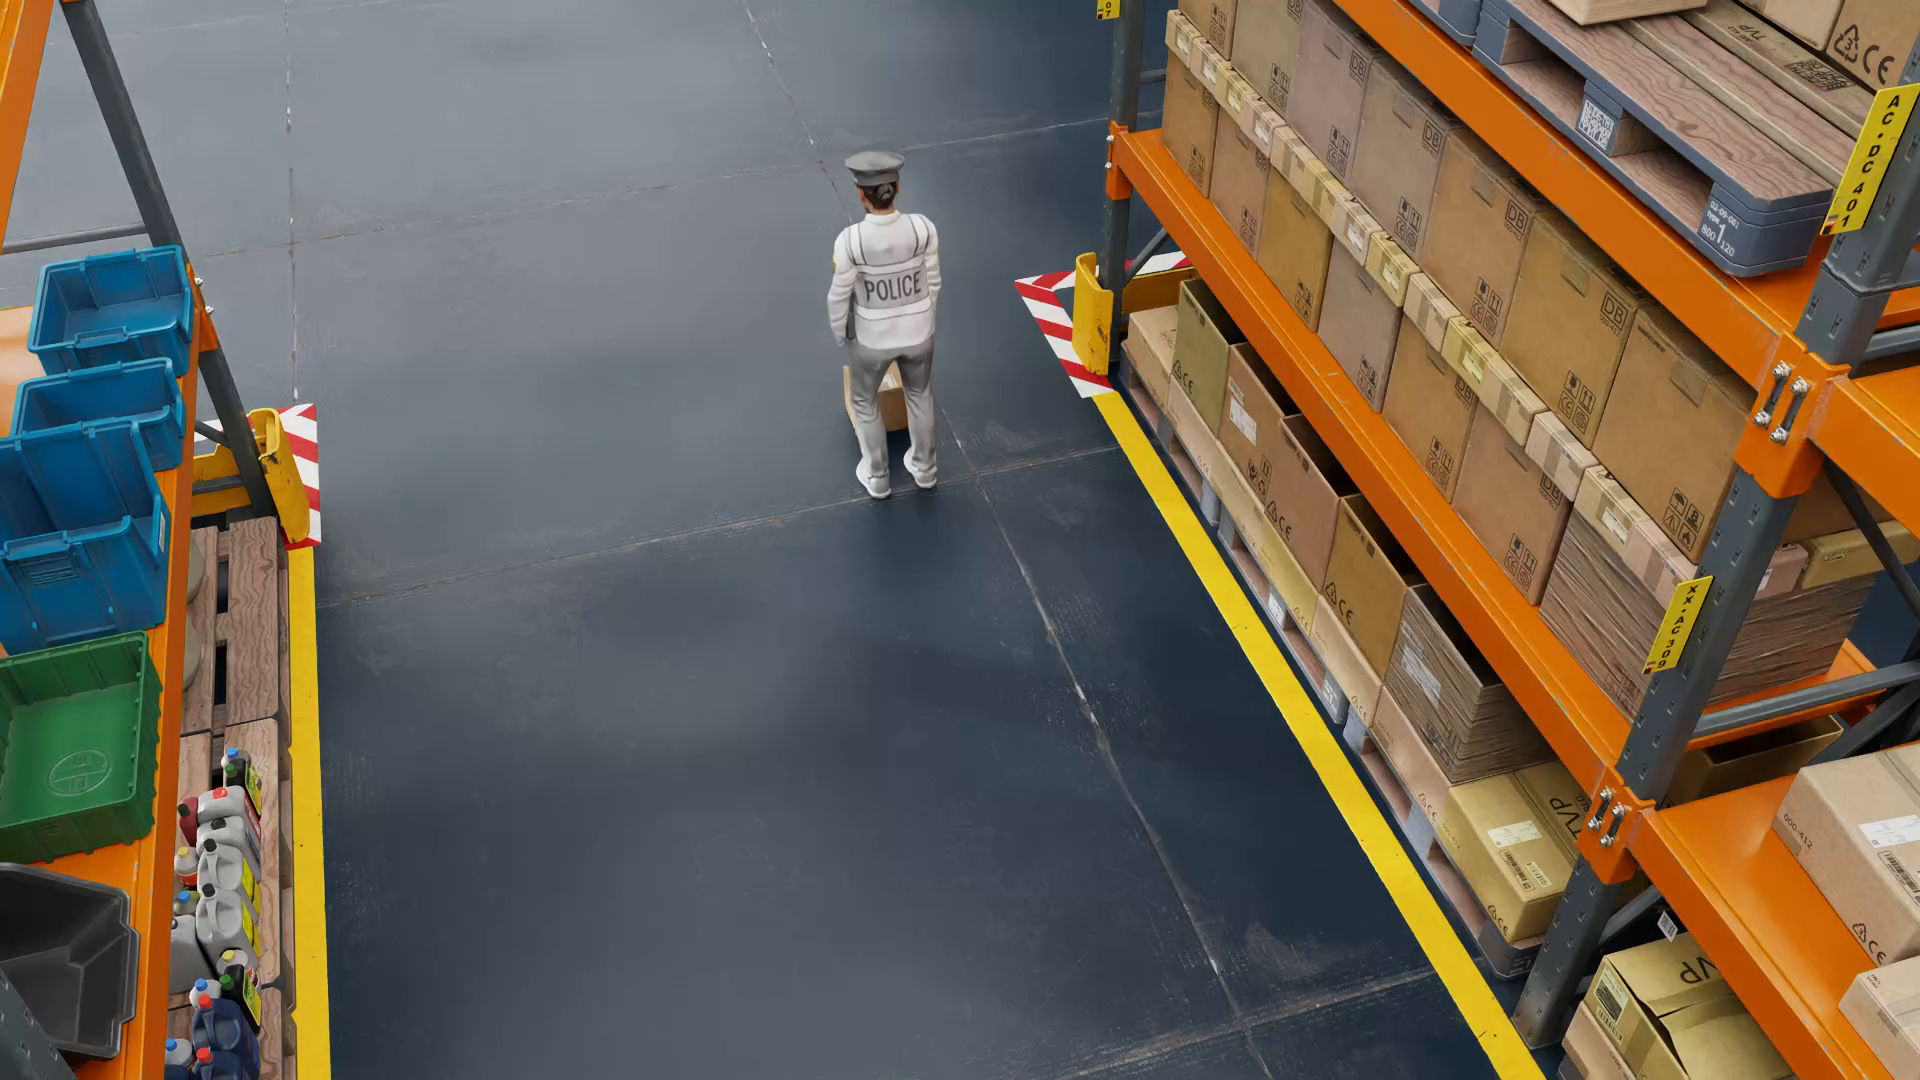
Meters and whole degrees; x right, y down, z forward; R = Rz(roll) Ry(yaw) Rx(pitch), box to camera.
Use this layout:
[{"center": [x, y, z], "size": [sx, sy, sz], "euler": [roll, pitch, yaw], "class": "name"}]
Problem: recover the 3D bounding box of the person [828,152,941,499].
[{"center": [-0.322, -0.893, 7.156], "size": [0.488, 1.648, 0.396], "euler": [-11, 44, -12], "class": "person"}]
